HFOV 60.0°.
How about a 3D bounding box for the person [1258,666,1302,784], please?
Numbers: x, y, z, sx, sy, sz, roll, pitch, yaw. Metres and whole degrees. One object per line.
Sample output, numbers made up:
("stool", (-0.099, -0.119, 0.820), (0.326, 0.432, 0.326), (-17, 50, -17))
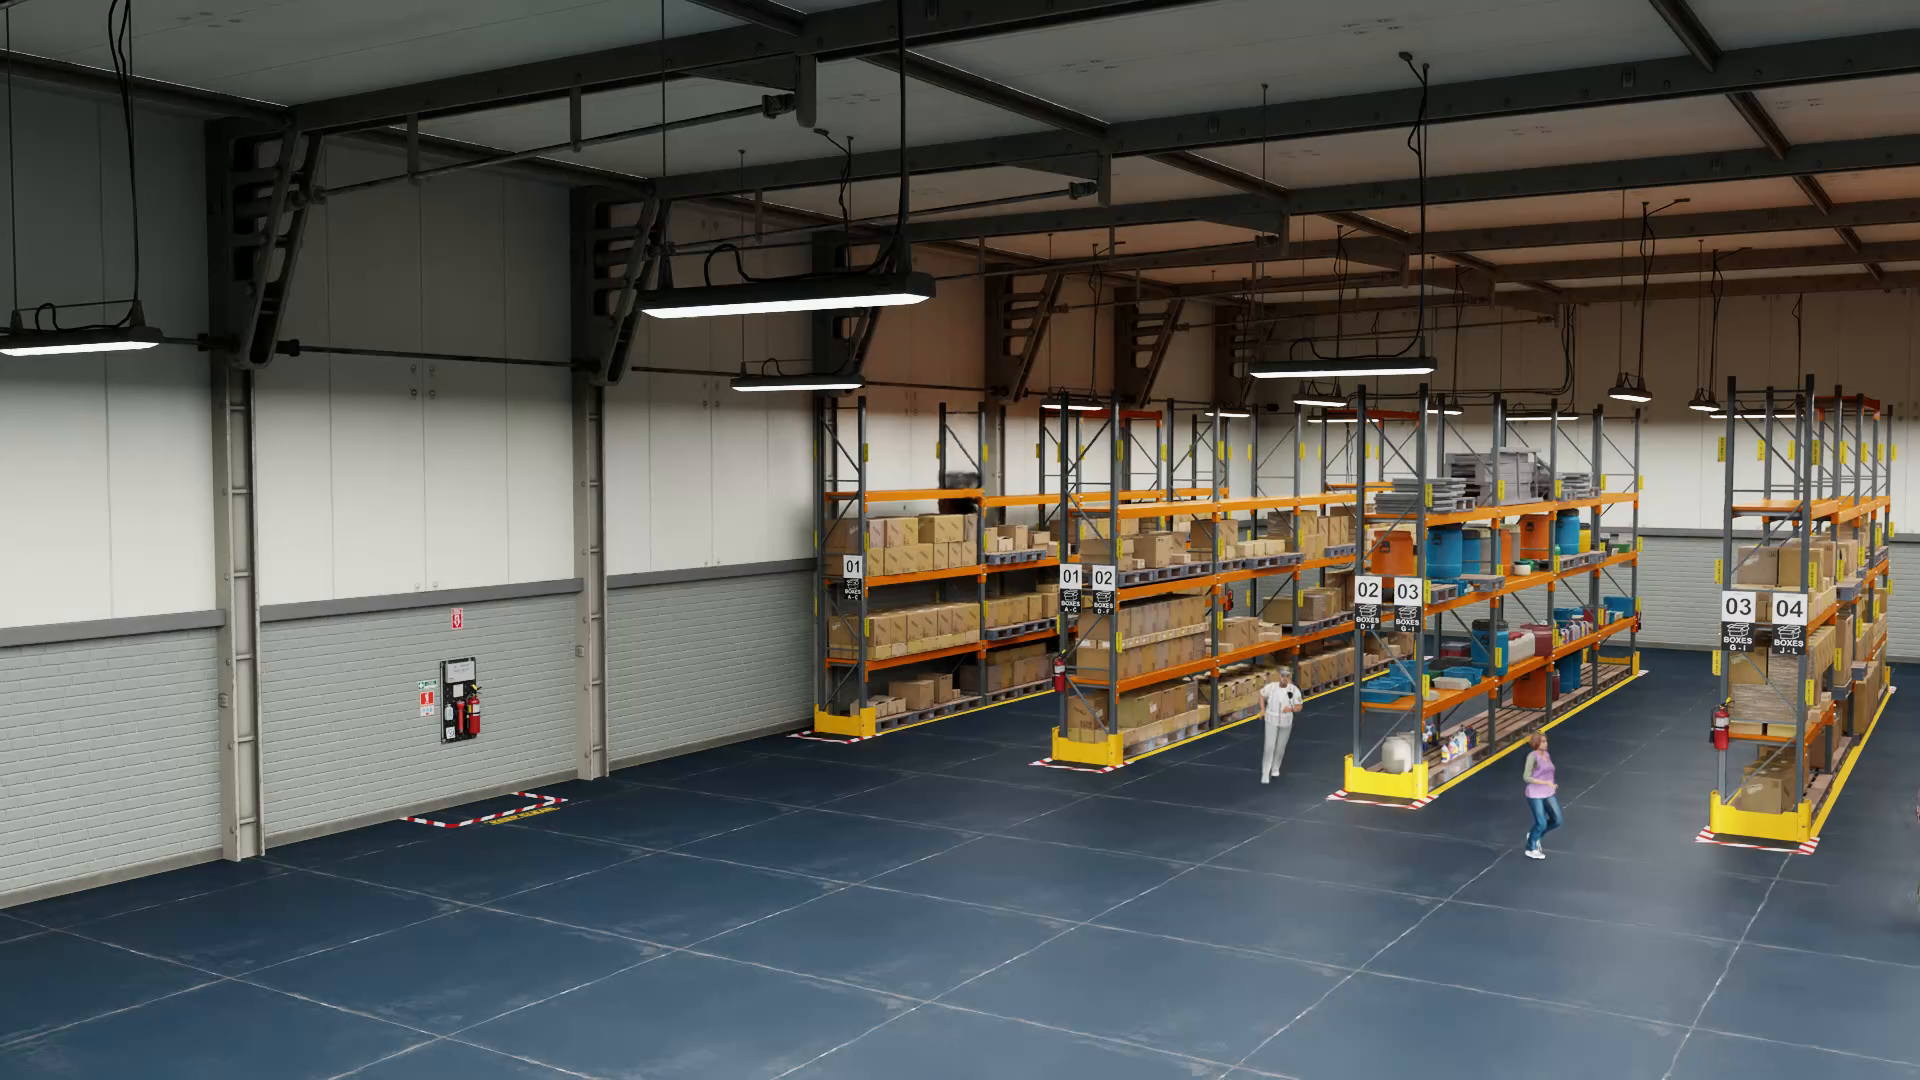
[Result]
("person", (4.885, 2.824, 25.359), (0.649, 1.834, 0.768), (0, 3, 8))

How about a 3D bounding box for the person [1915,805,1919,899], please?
("person", (10.341, 3.191, 17.162), (0.710, 1.754, 1.000), (-1, 3, -22))

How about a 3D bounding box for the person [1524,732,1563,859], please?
("person", (7.164, 3.152, 20.391), (0.523, 1.543, 0.534), (-2, 4, -33))
